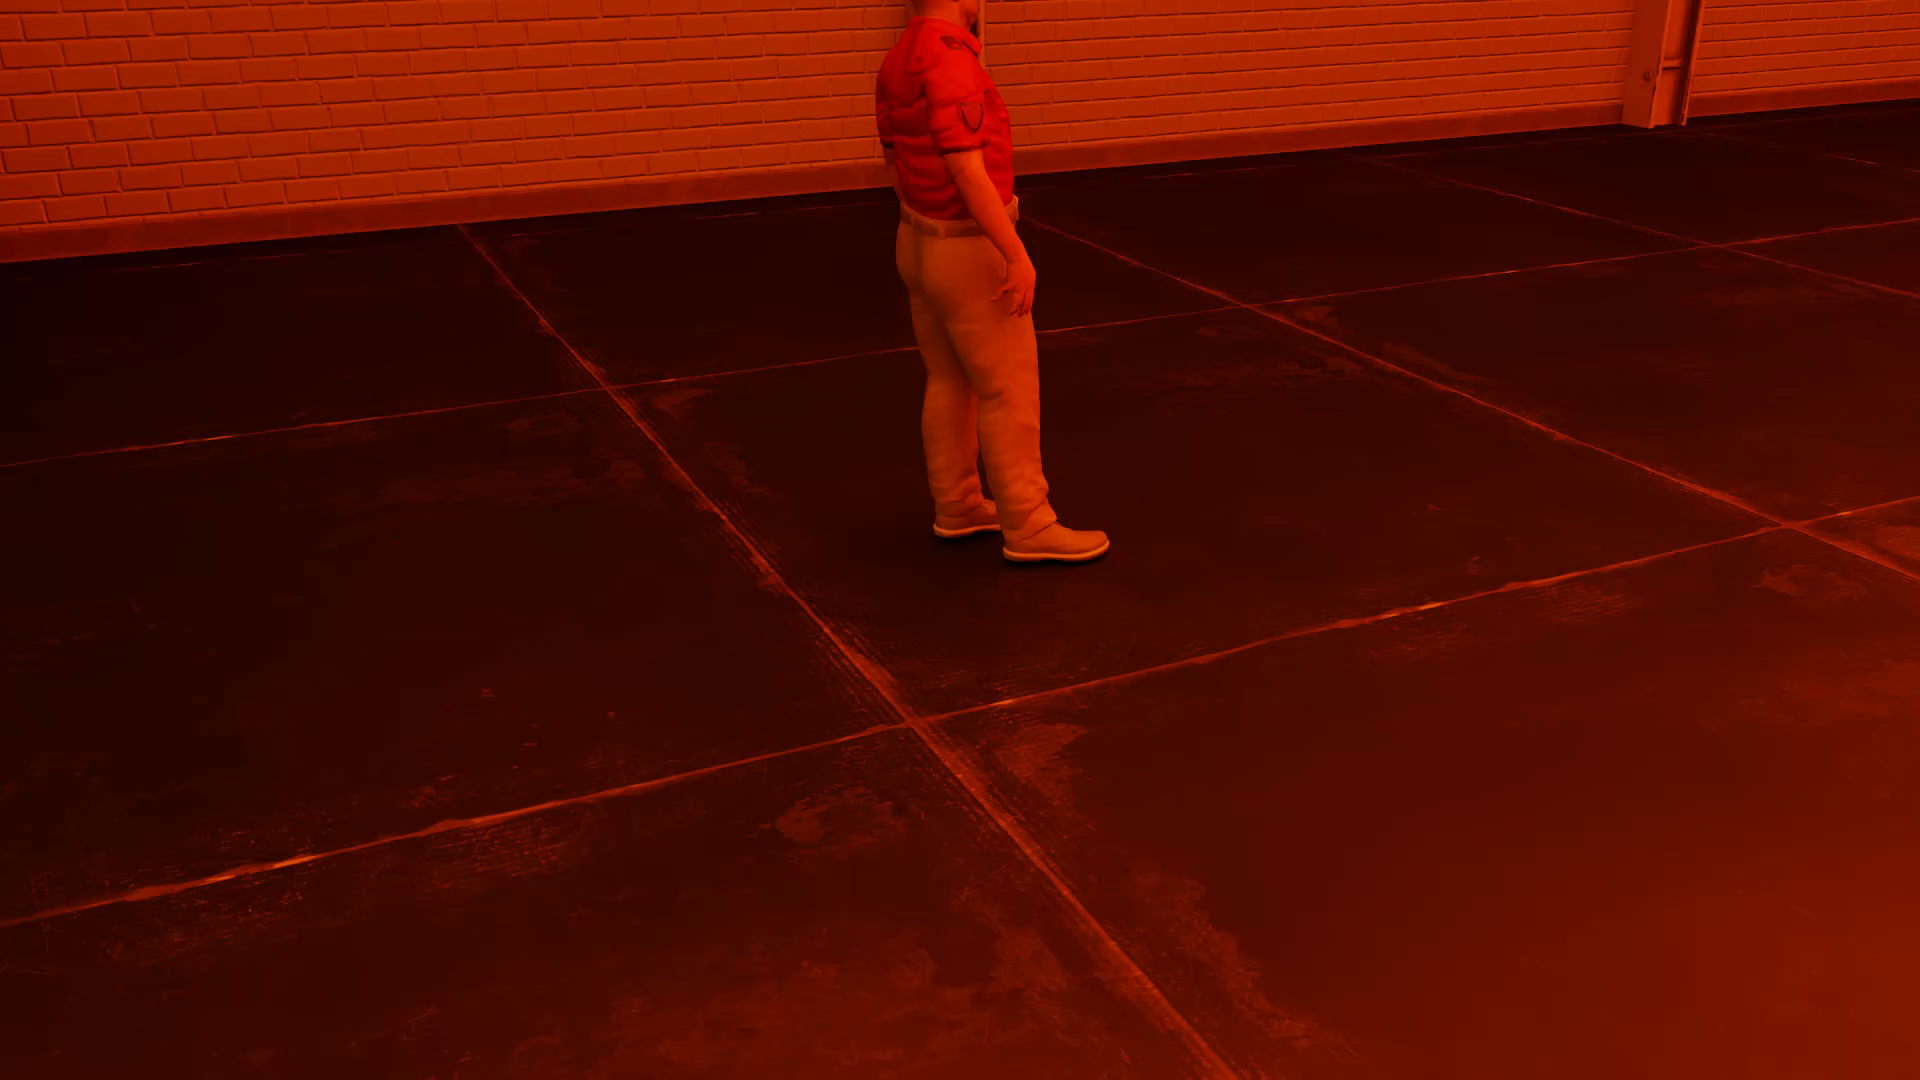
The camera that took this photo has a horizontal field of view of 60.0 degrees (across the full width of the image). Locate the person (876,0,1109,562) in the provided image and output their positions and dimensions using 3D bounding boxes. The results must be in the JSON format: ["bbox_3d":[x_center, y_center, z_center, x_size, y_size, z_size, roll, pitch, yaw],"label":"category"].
[{"bbox_3d":[0.086,-0.815,4.797,0.551,1.727,0.640,-10,25,-23],"label":"person"}]
